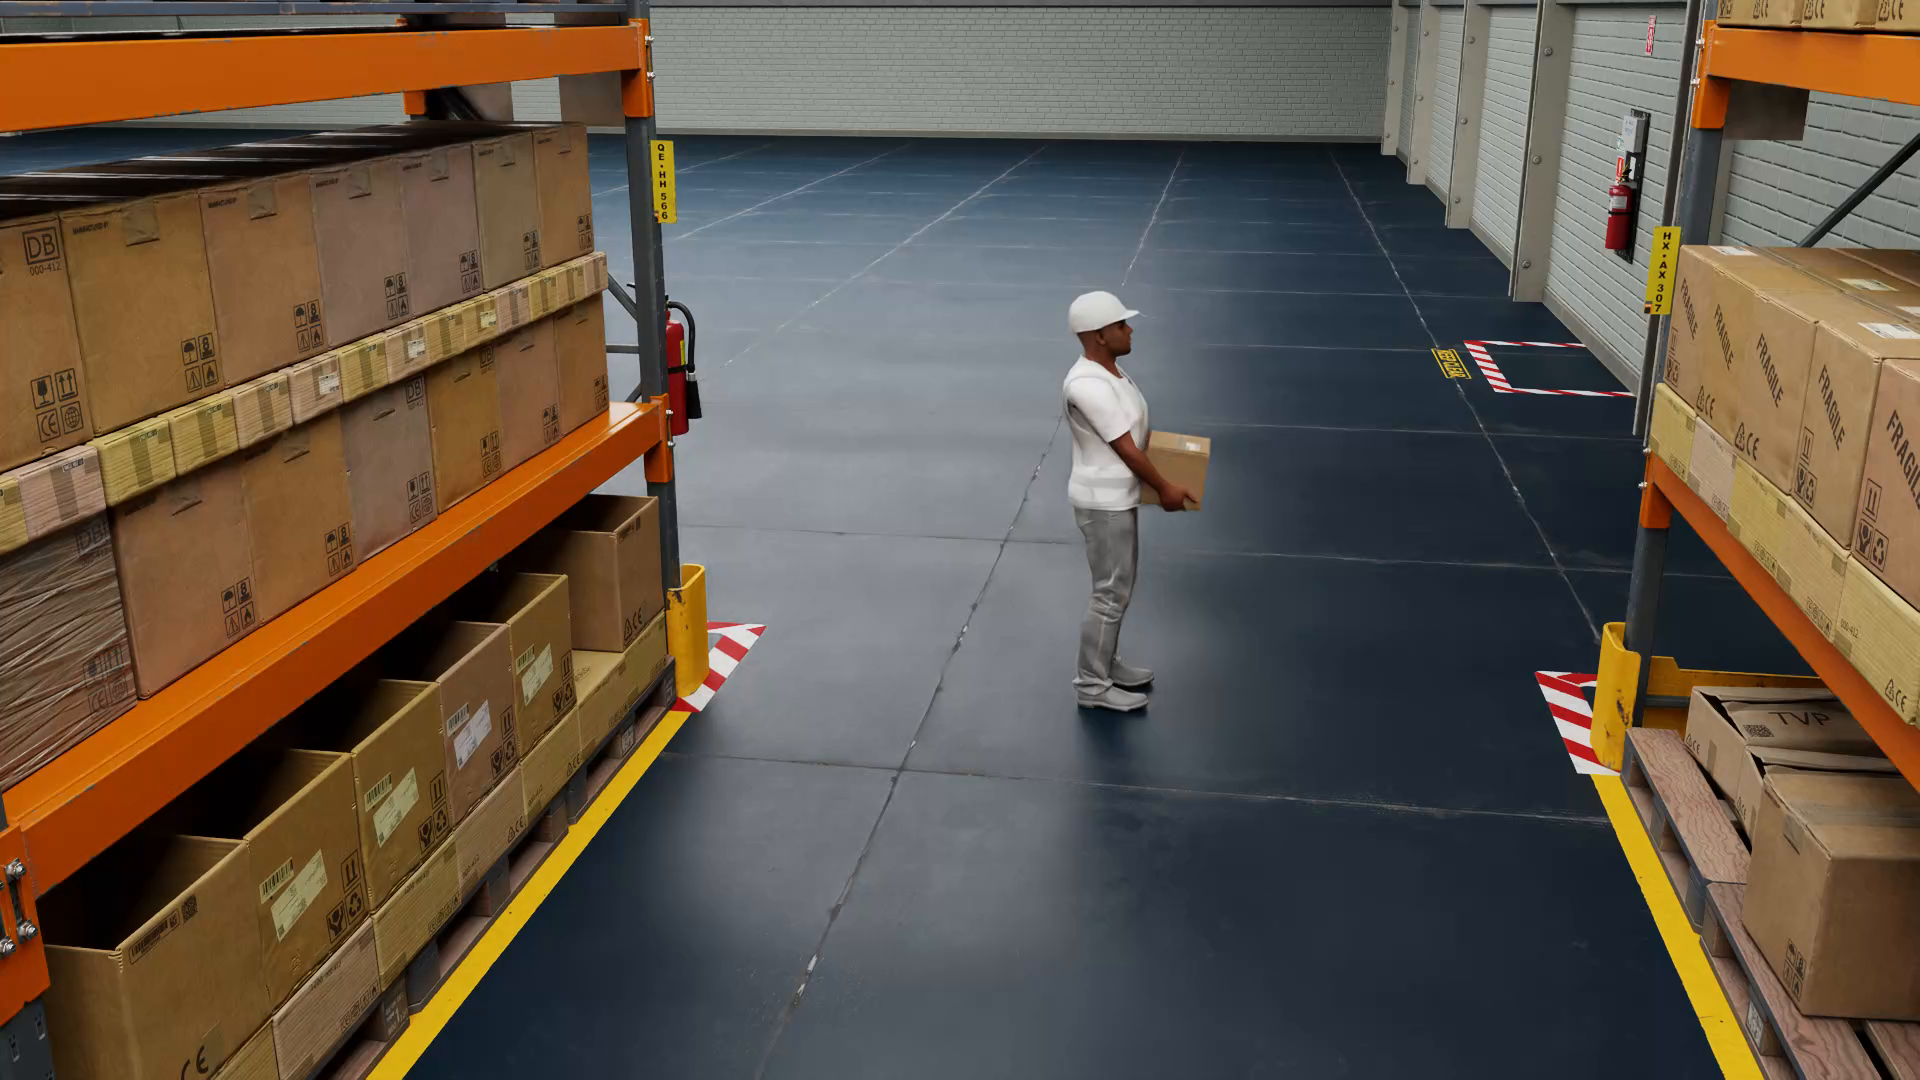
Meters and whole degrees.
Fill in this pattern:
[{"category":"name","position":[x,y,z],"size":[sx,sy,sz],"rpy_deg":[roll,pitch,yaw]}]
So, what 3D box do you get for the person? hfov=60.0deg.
[{"category":"person","position":[0.720,-0.164,7.030],"size":[0.576,1.765,0.507],"rpy_deg":[3,18,9]}]
